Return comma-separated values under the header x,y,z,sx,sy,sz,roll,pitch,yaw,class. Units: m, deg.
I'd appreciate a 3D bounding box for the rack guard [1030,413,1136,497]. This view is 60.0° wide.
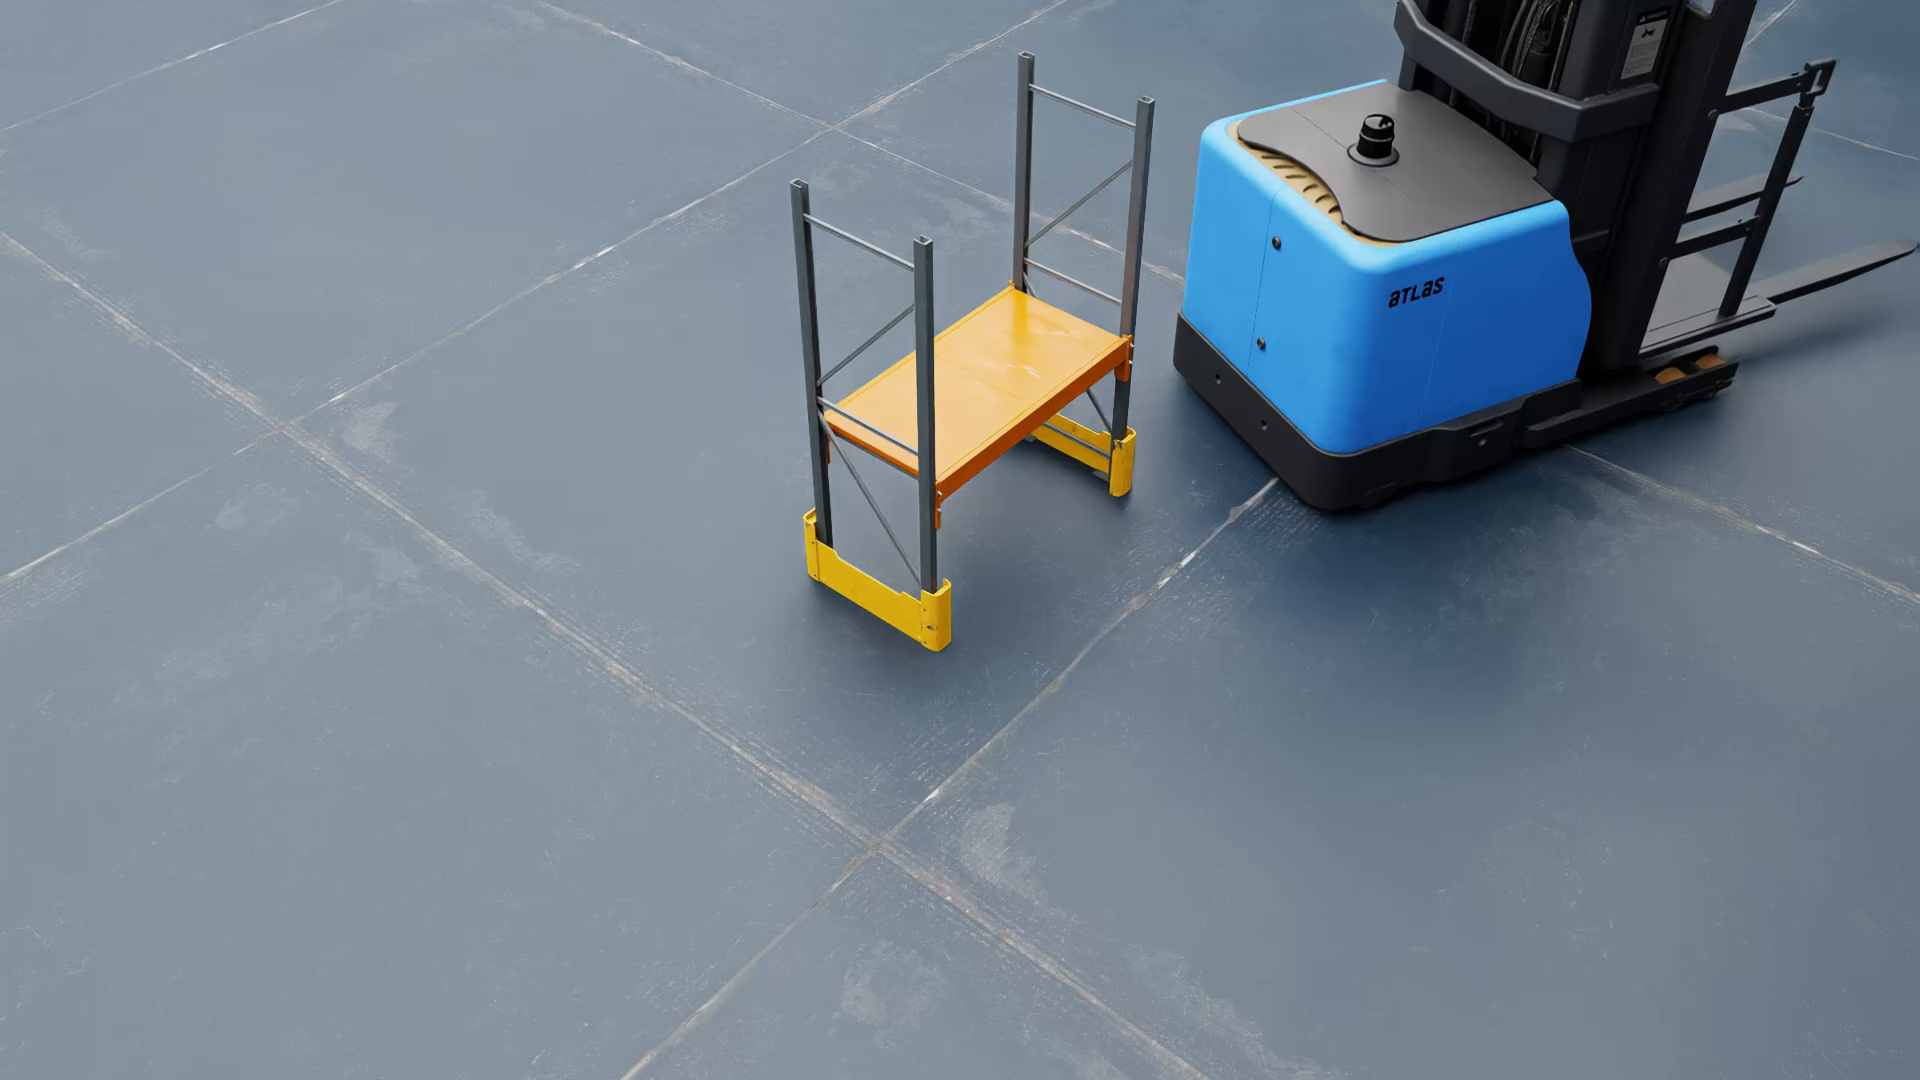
x,y,z,sx,sy,sz,roll,pitch,yaw,class
0.370,-0.388,5.991,0.587,0.250,0.087,29,50,28,rack guard

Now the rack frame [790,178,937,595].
x,y,z,sx,sy,sz,roll,pitch,yaw,class
-0.272,-0.337,5.006,0.500,1.500,0.032,29,50,28,rack frame

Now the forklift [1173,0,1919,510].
x,y,z,sx,sy,sz,roll,pitch,yaw,class
2.375,-1.871,5.630,3.031,2.935,1.130,-18,45,-19,forklift

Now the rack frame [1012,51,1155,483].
x,y,z,sx,sy,sz,roll,pitch,yaw,class
0.382,-0.861,5.582,0.500,1.500,0.032,29,50,28,rack frame

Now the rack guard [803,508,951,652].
x,y,z,sx,sy,sz,roll,pitch,yaw,class
-0.271,0.125,5.427,0.587,0.250,0.087,29,50,28,rack guard

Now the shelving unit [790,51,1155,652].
x,y,z,sx,sy,sz,roll,pitch,yaw,class
0.049,-0.594,5.289,0.587,1.500,1.083,29,50,28,shelving unit

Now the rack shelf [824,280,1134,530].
x,y,z,sx,sy,sz,roll,pitch,yaw,class
0.055,-0.466,5.415,0.538,0.185,1.000,29,50,28,rack shelf
